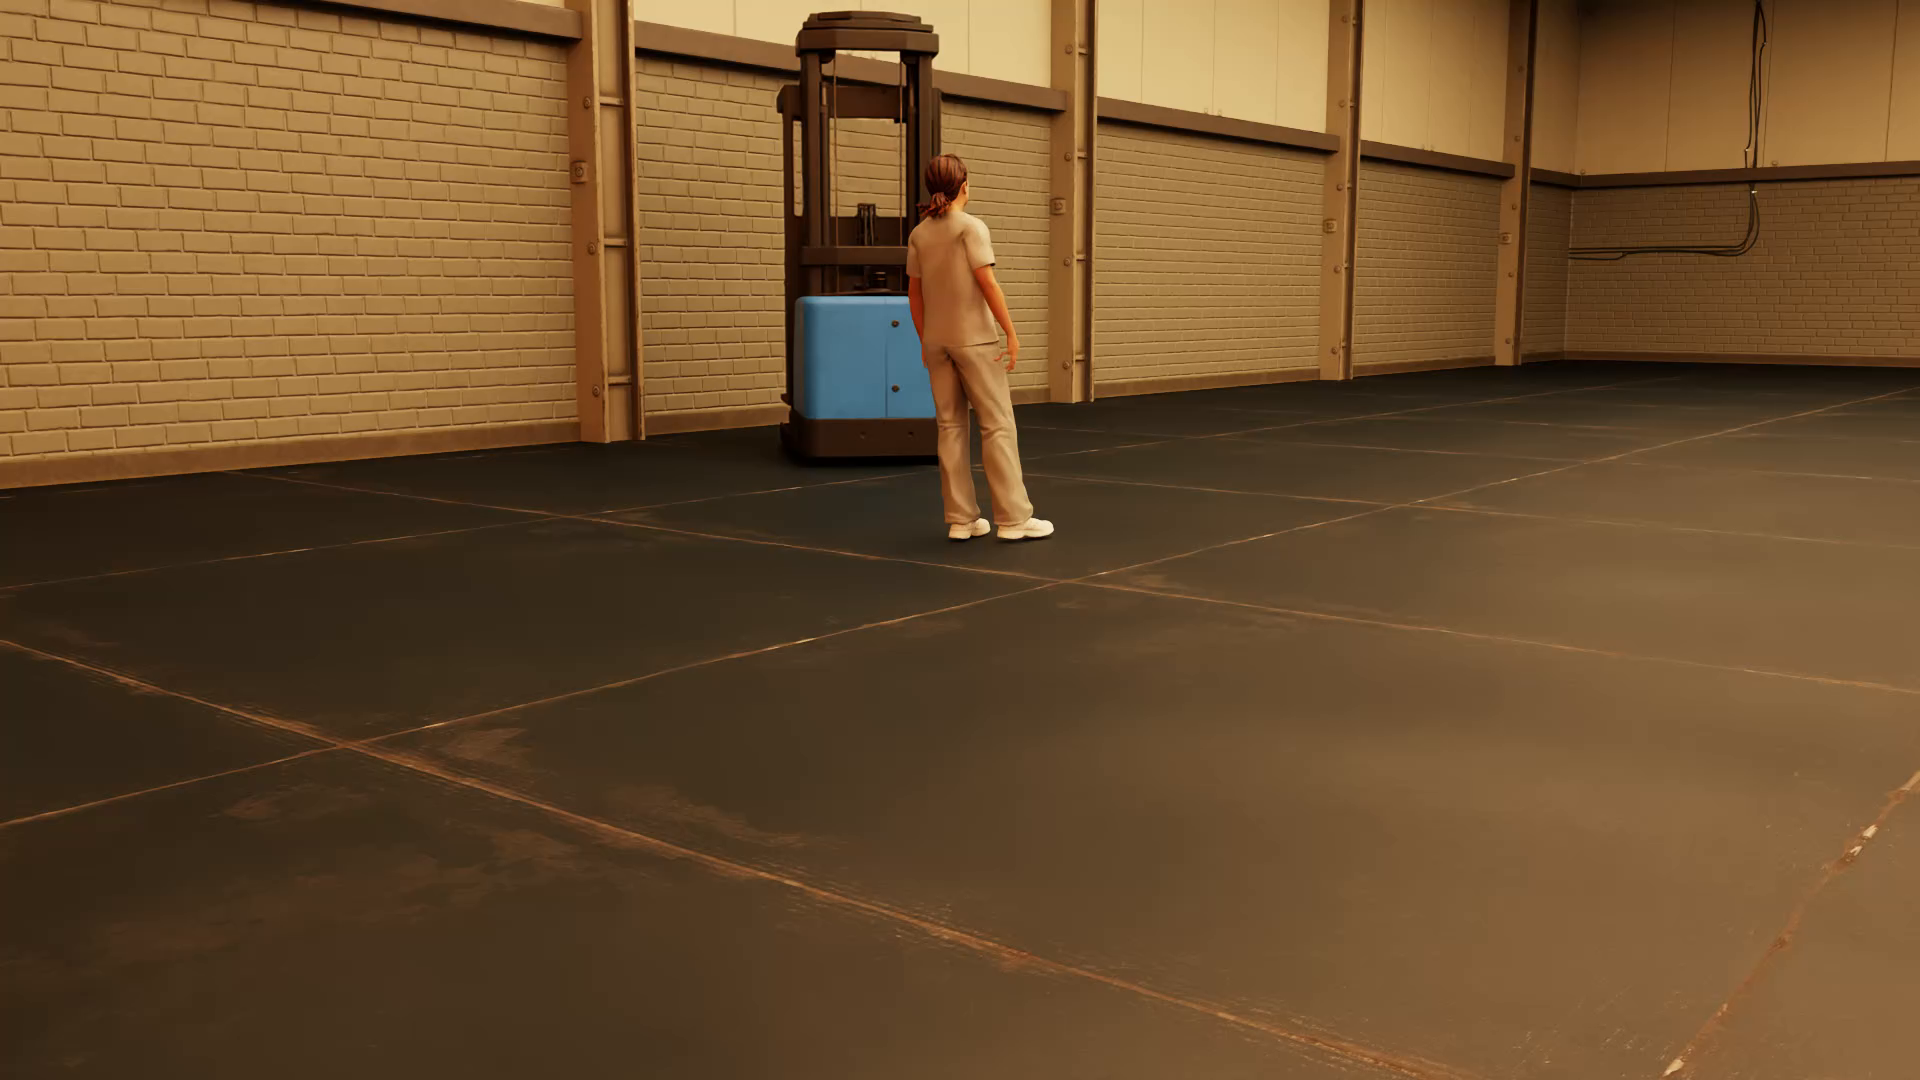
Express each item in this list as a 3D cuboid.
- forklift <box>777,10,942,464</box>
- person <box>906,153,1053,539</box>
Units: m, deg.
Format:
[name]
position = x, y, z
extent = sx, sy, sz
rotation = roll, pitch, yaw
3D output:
[forklift]
position = -0.711, -2.121, 11.777
extent = 1.130, 2.935, 3.031
rotation = -1, 8, -10
[person]
position = 0.056, -0.843, 7.331
extent = 0.550, 1.675, 0.549
rotation = 7, 11, 38
